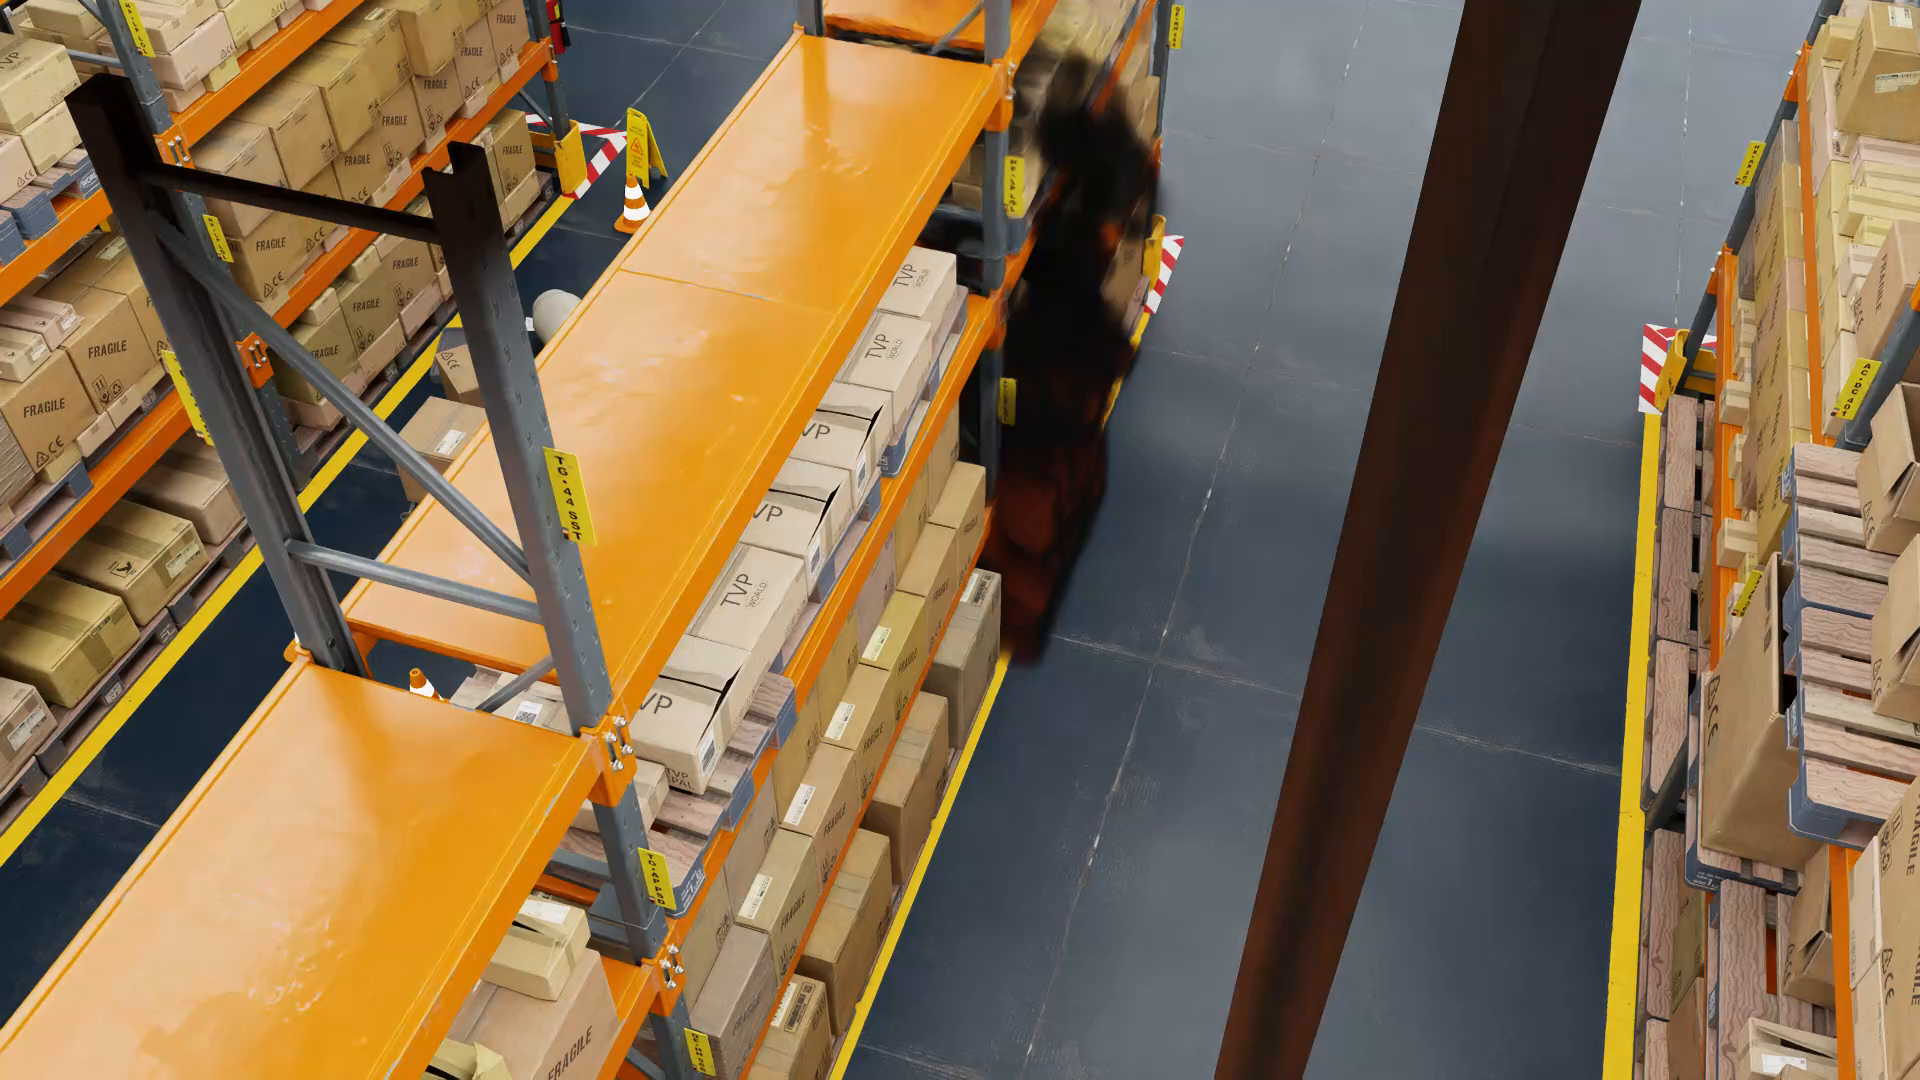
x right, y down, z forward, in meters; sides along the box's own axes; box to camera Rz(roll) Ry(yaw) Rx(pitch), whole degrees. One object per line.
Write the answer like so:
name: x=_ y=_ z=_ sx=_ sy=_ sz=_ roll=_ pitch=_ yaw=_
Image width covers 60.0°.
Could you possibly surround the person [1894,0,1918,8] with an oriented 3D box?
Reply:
person: x=7.574 y=-4.231 z=14.053 sx=0.577 sy=1.727 sz=0.645 roll=35 pitch=55 yaw=29
